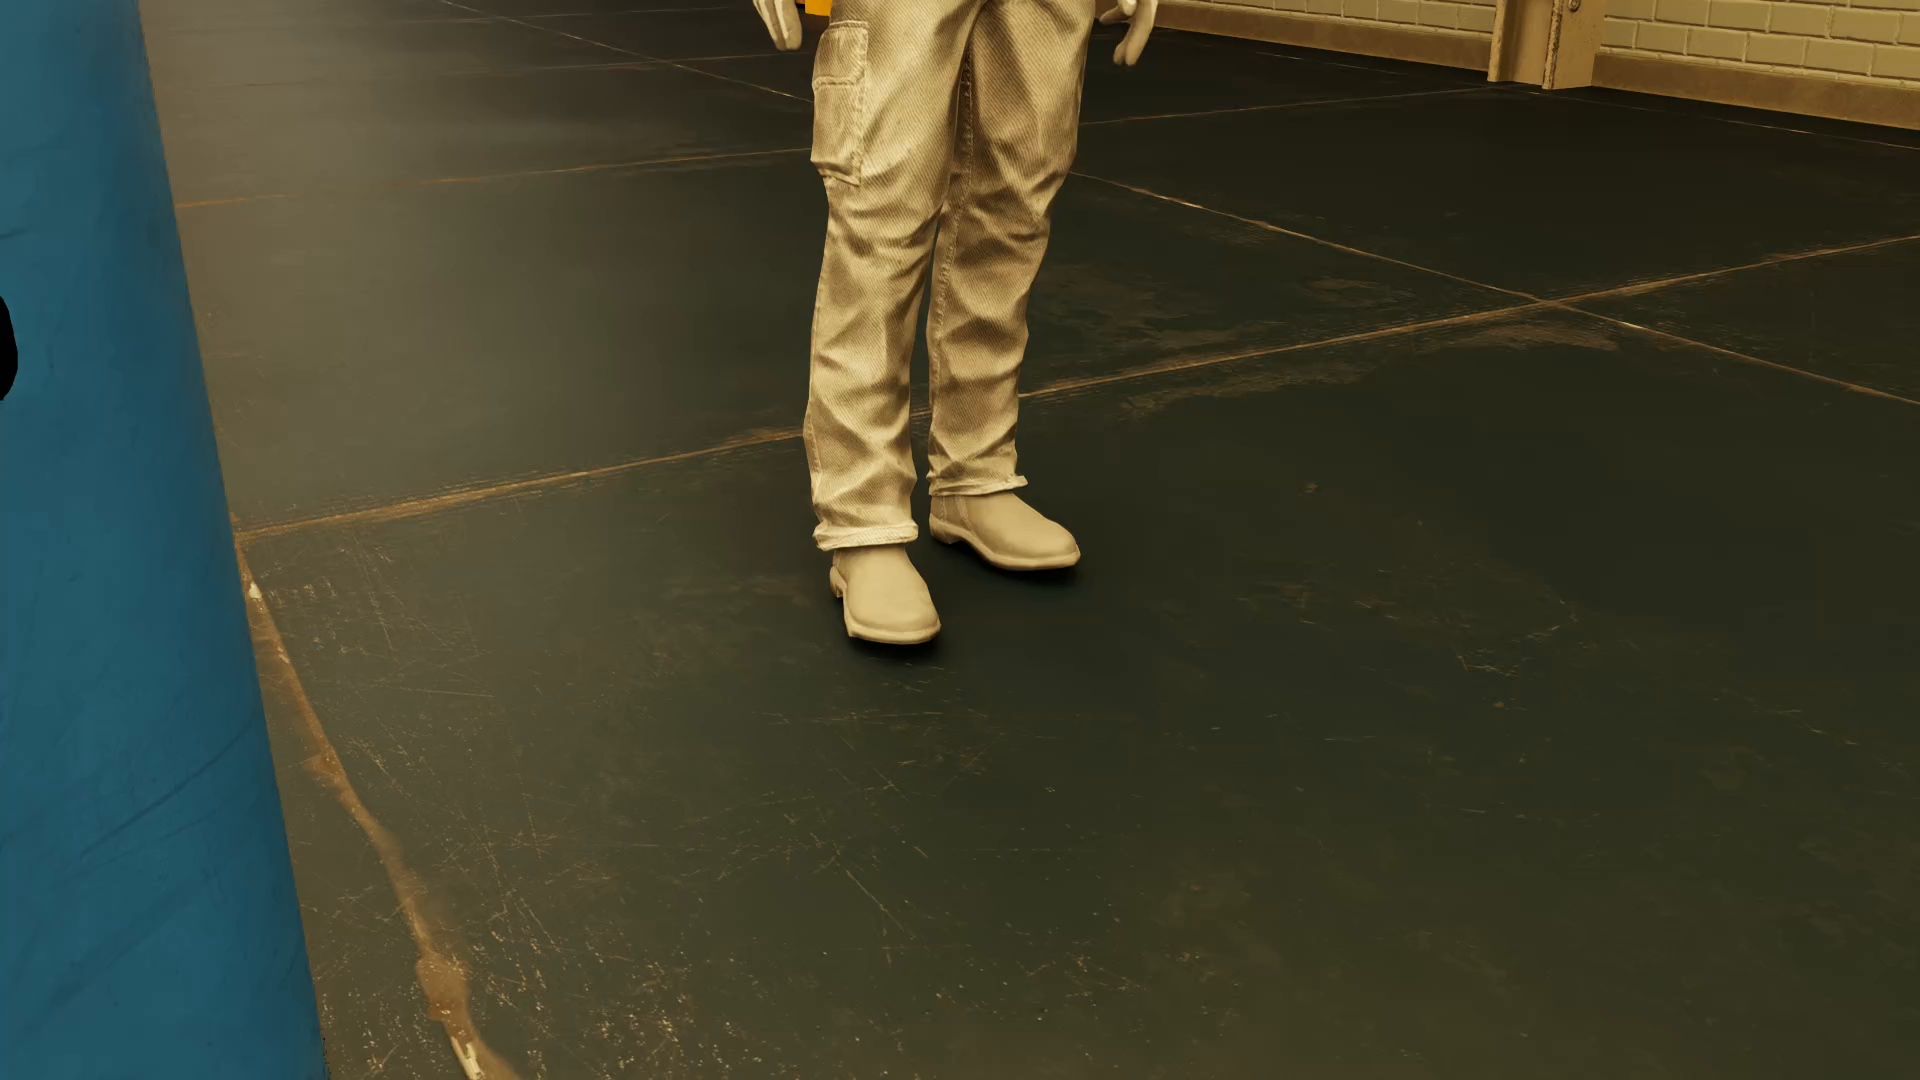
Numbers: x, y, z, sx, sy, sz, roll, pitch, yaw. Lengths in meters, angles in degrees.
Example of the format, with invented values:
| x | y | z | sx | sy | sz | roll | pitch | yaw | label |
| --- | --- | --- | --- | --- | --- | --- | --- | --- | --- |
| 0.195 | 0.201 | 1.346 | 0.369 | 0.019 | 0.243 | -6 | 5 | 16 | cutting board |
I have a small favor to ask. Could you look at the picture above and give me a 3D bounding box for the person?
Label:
| x | y | z | sx | sy | sz | roll | pitch | yaw | label |
| --- | --- | --- | --- | --- | --- | --- | --- | --- | --- |
| 0.029 | -0.807 | 2.232 | 0.656 | 1.781 | 0.577 | -12 | 25 | -28 | person |
